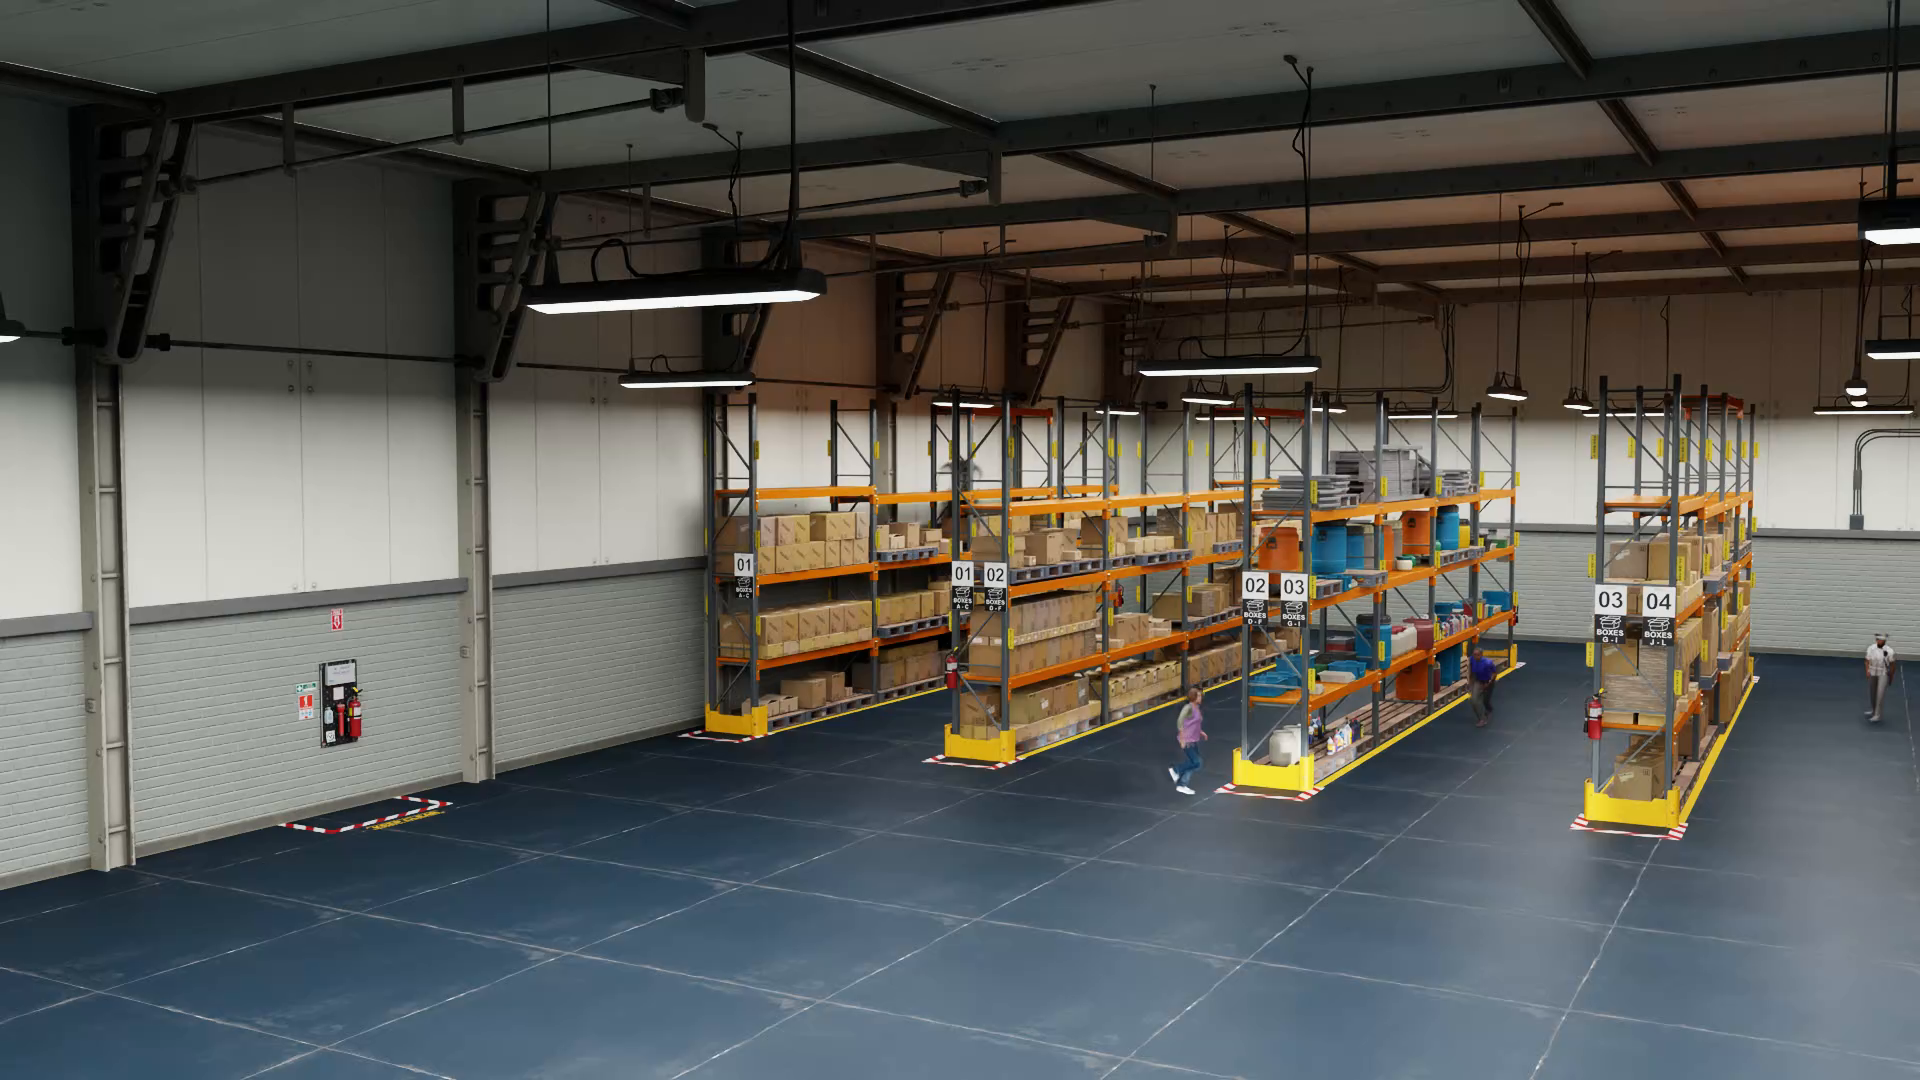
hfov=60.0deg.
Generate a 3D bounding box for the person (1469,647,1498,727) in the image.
[{"bbox_3d":[9.565,2.641,30.272,0.563,1.477,1.036,2,4,37],"label":"person"}]

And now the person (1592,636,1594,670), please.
[{"bbox_3d":[14.290,2.145,36.787,0.659,1.746,0.552,3,4,40],"label":"person"}]

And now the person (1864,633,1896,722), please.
[{"bbox_3d":[16.940,2.497,30.730,0.891,1.609,0.530,-3,4,-43],"label":"person"}]

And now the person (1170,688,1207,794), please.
[{"bbox_3d":[3.310,2.928,24.254,0.531,1.550,0.554,2,4,35],"label":"person"}]
